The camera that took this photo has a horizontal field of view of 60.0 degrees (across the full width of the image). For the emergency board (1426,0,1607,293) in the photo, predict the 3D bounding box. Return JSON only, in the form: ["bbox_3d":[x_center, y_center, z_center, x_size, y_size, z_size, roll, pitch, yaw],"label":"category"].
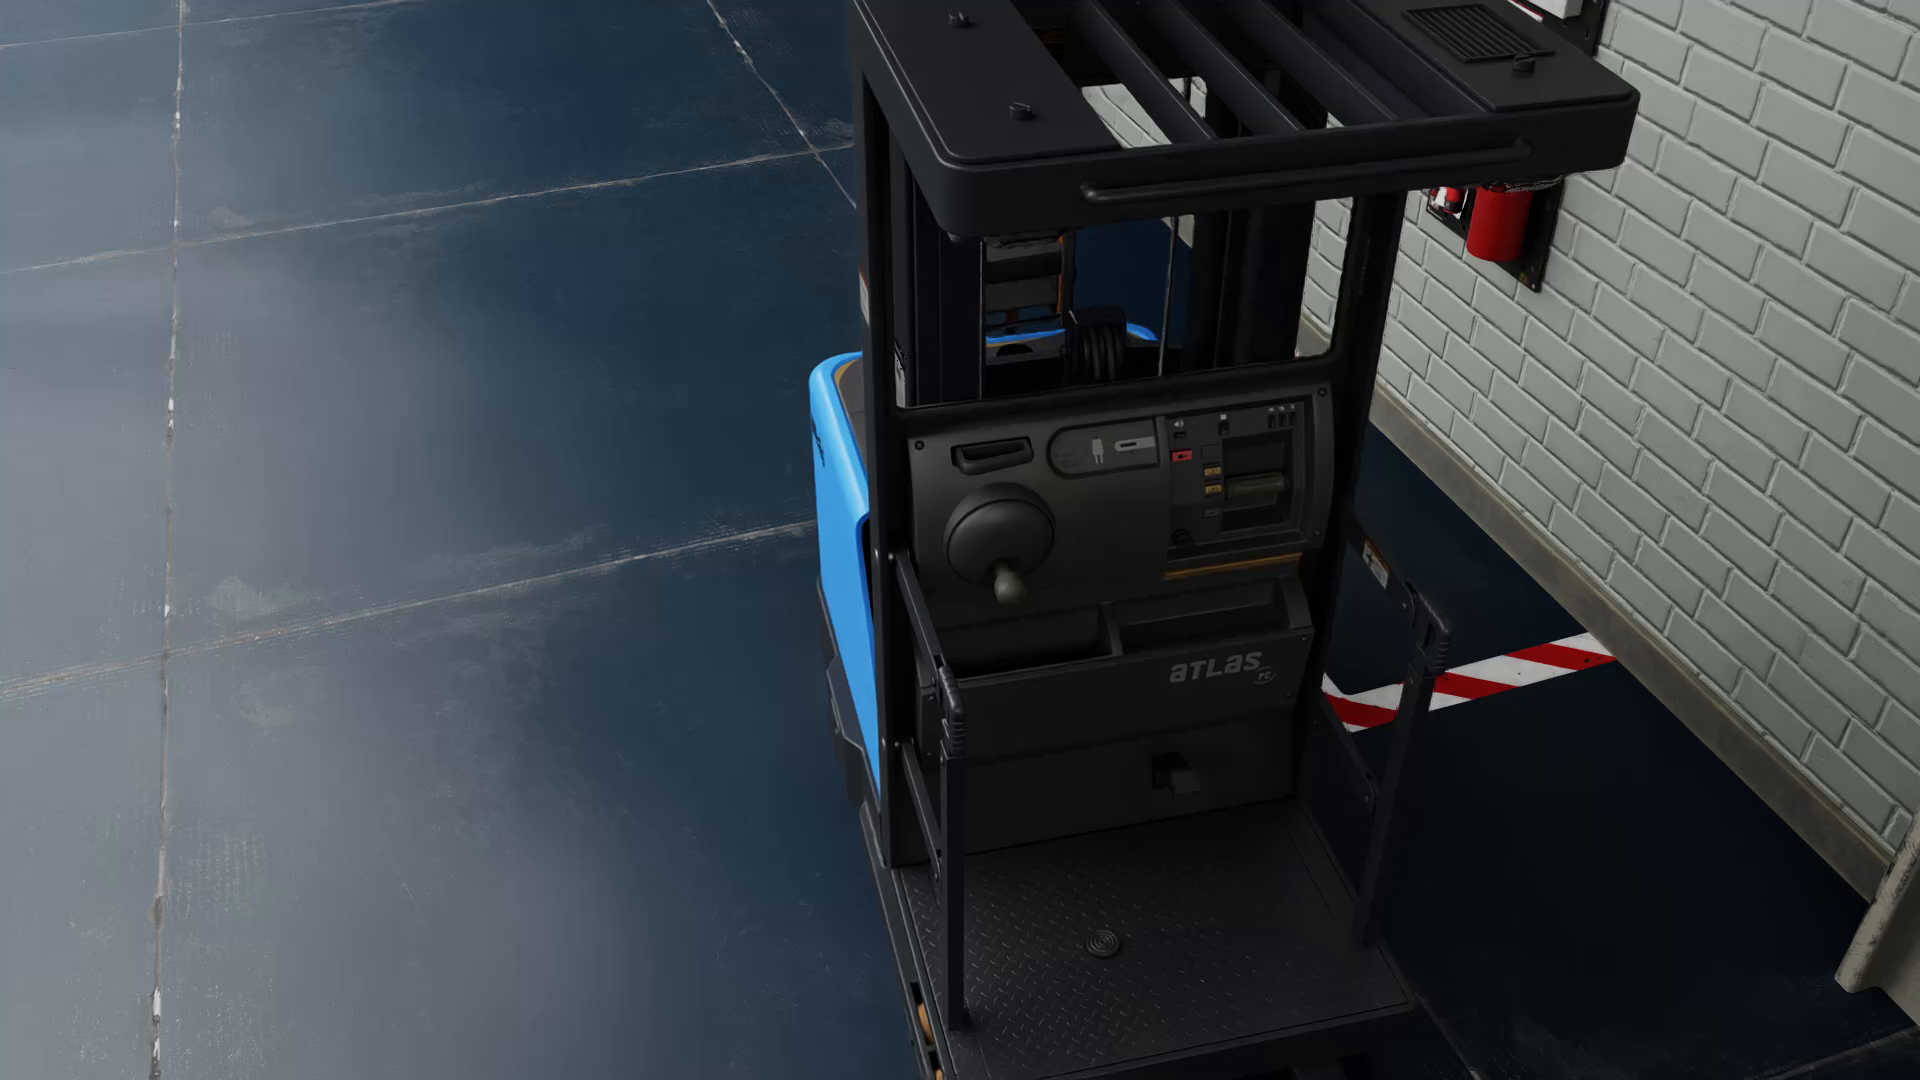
[{"bbox_3d":[1.636,-1.403,5.119,0.194,1.169,0.643,-12,39,-16],"label":"emergency board"}]

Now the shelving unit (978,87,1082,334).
[{"bbox_3d":[0.060,-0.762,5.017,0.431,2.100,0.503,-11,38,-14],"label":"shelving unit"}]

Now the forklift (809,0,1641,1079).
[{"bbox_3d":[0.403,-0.033,3.357,1.130,2.935,3.031,-8,38,-11],"label":"forklift"}]

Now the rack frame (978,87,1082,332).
[{"bbox_3d":[0.134,-0.622,4.831,0.400,2.100,0.015,-11,38,-14],"label":"rack frame"}]

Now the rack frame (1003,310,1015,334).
[{"bbox_3d":[-0.014,-0.902,5.203,0.400,2.100,0.015,-11,38,-14],"label":"rack frame"}]

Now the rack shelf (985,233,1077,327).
[{"bbox_3d":[0.060,-0.751,5.025,0.431,0.518,0.480,-11,38,-14],"label":"rack shelf"}]

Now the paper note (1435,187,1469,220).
[{"bbox_3d":[1.640,-1.165,5.536,0.016,0.148,0.142,-12,39,-16],"label":"paper note"}]
